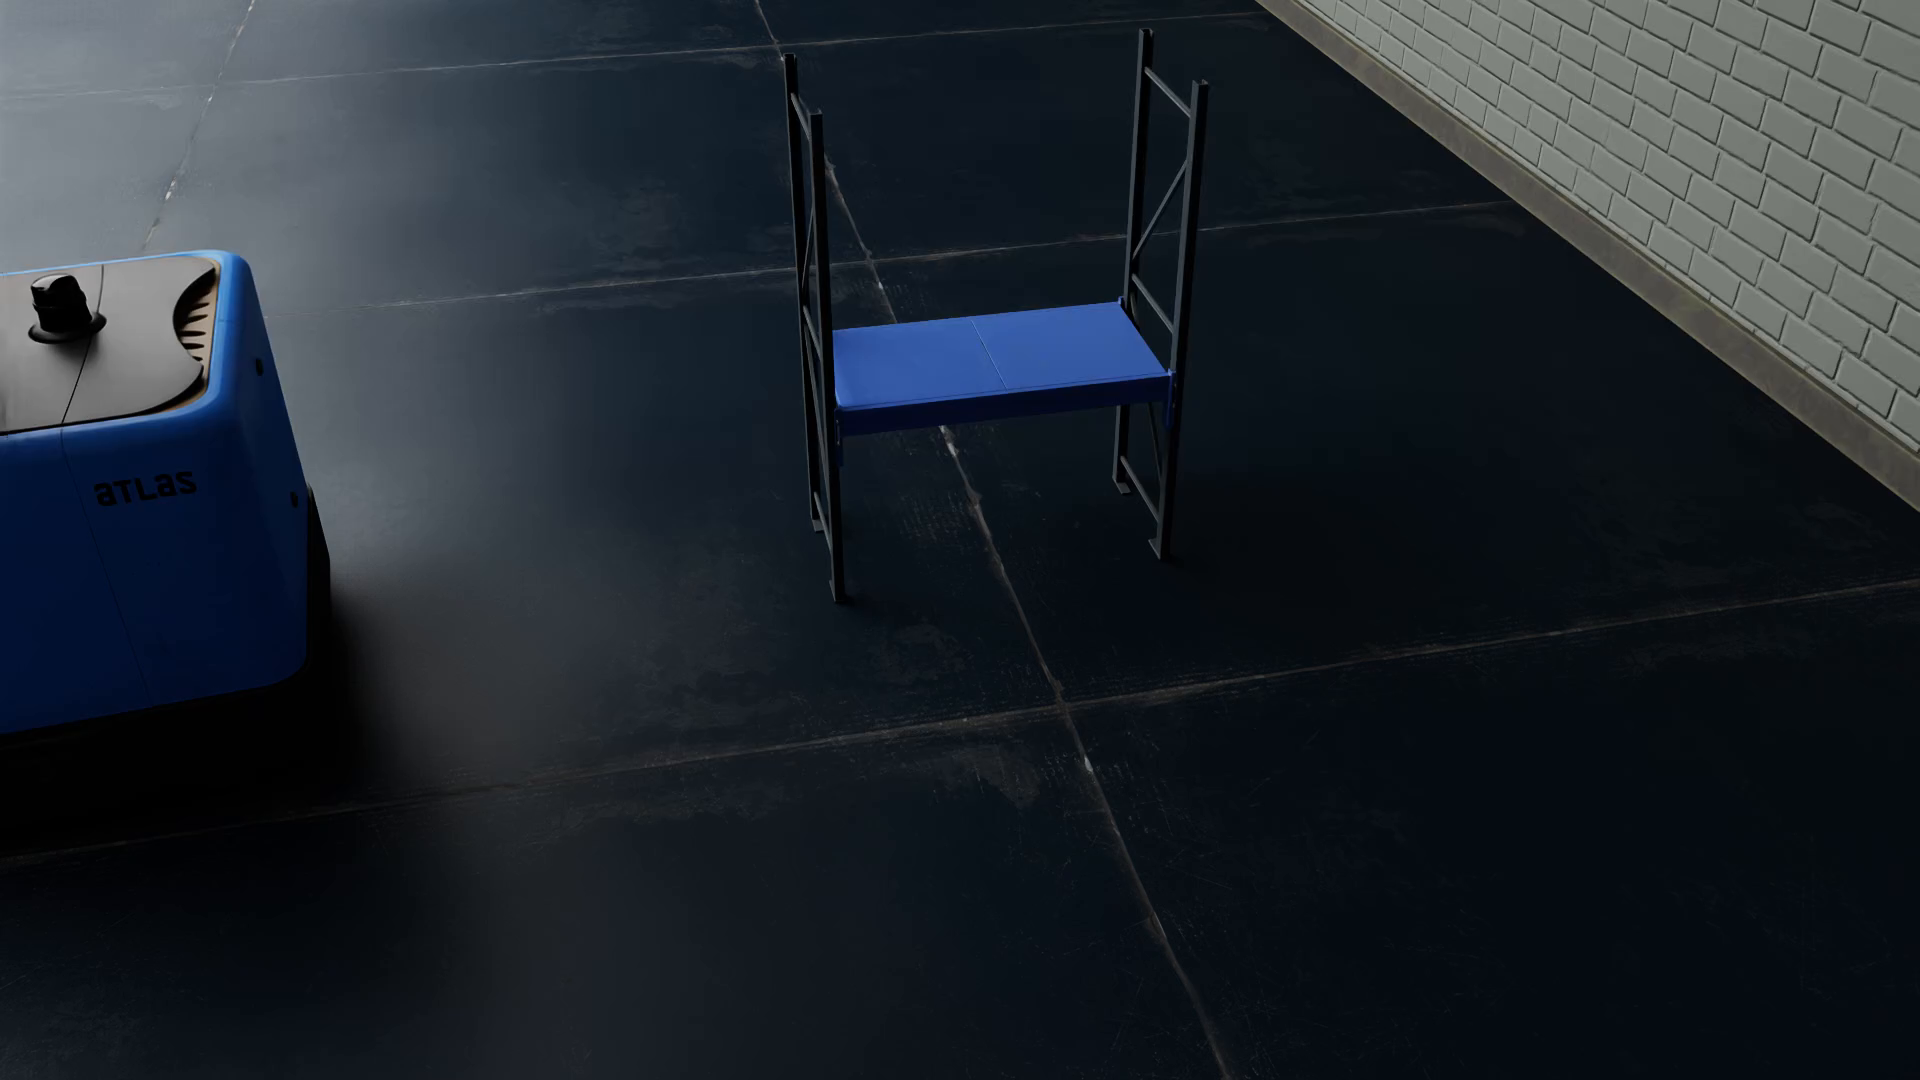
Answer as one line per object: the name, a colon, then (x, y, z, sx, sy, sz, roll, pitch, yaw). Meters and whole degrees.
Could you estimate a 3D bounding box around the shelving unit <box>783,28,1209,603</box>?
shelving unit: (0.083, -0.633, 4.848, 1.048, 1.500, 0.538, -7, 35, -11)

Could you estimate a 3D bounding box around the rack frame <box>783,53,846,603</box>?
rack frame: (-0.413, -0.571, 4.755, 0.032, 1.500, 0.500, -7, 35, -11)

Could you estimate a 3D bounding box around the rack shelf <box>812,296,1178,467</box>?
rack shelf: (0.083, -0.484, 4.948, 1.000, 0.185, 0.538, -7, 35, -11)

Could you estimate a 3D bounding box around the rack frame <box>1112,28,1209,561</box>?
rack frame: (0.579, -0.696, 4.941, 0.032, 1.500, 0.500, -7, 35, -11)

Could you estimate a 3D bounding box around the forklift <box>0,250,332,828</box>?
forklift: (-3.226, -0.624, 3.549, 3.031, 2.935, 1.130, -10, 35, -15)
